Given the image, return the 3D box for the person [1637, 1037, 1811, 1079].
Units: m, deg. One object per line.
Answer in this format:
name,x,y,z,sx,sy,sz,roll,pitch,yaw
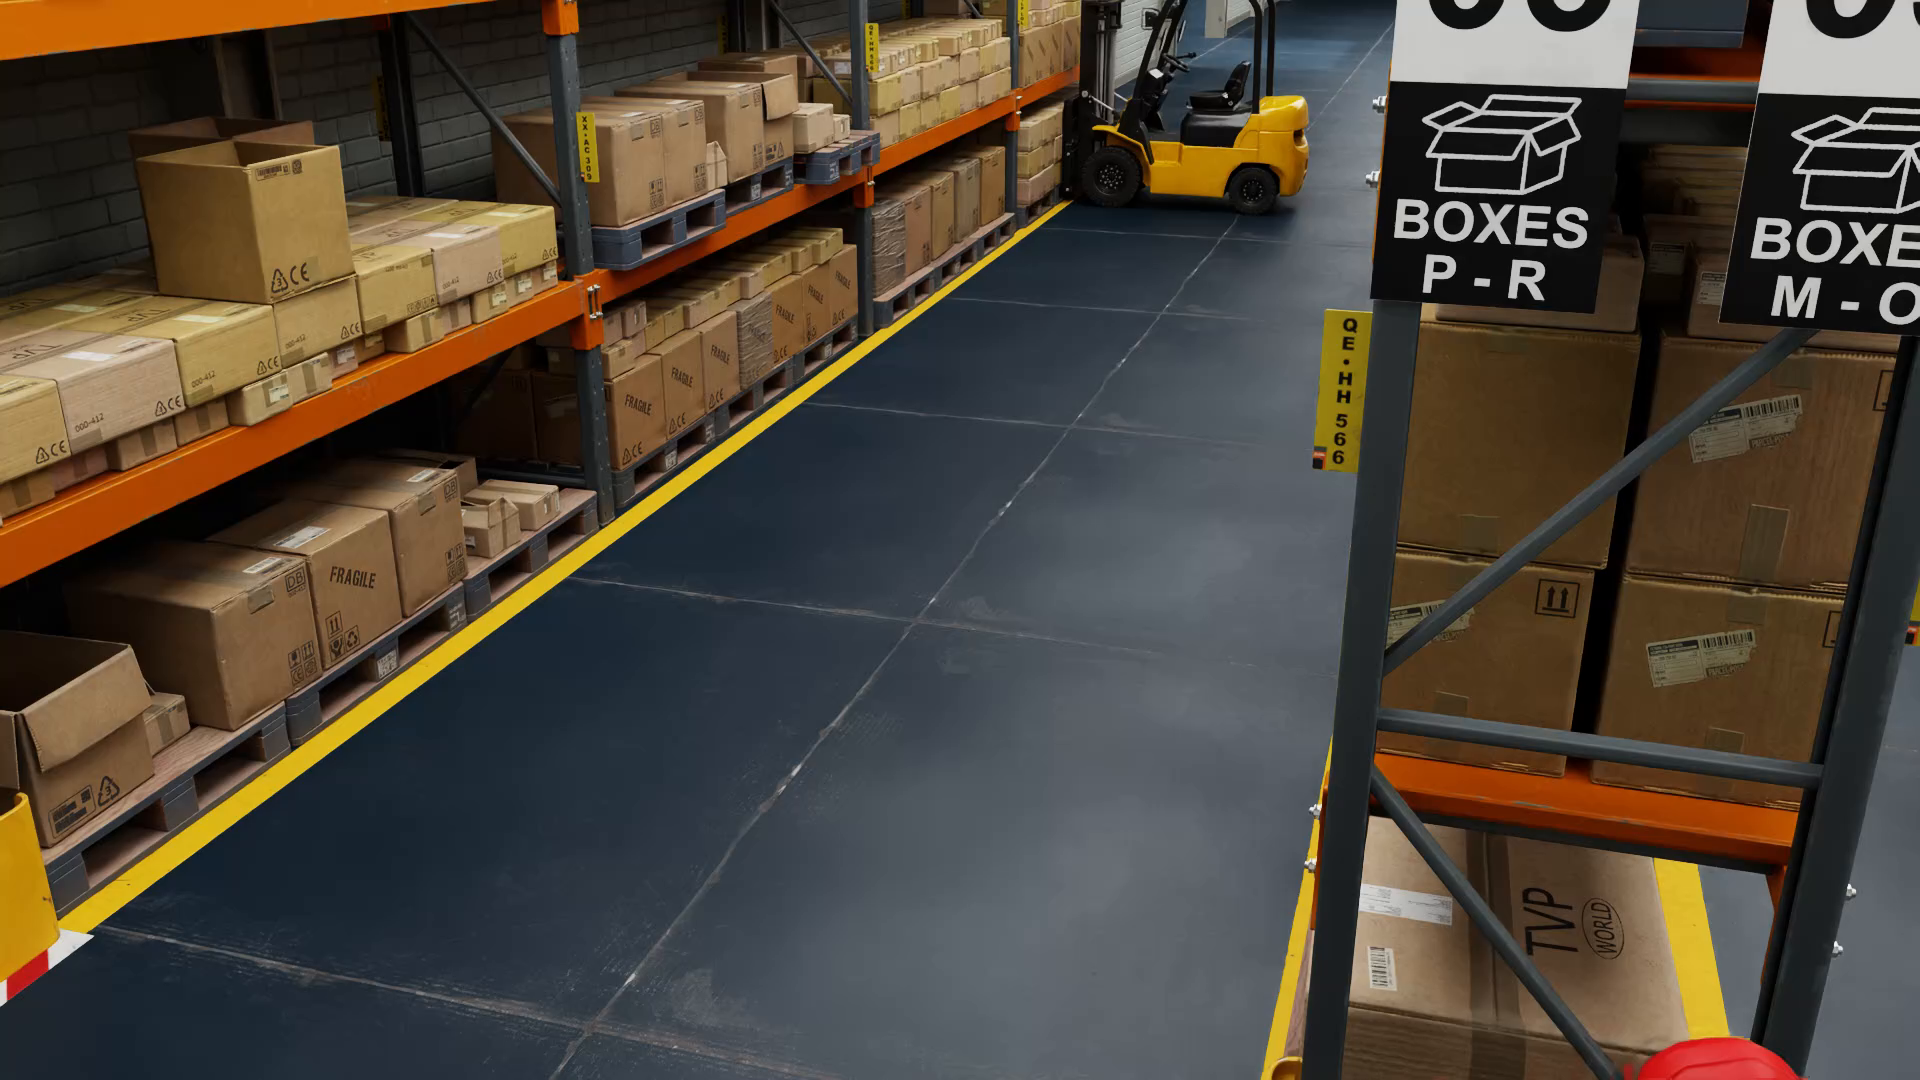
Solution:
person,0.992,1.446,2.445,1.114,1.728,0.552,4,22,10
